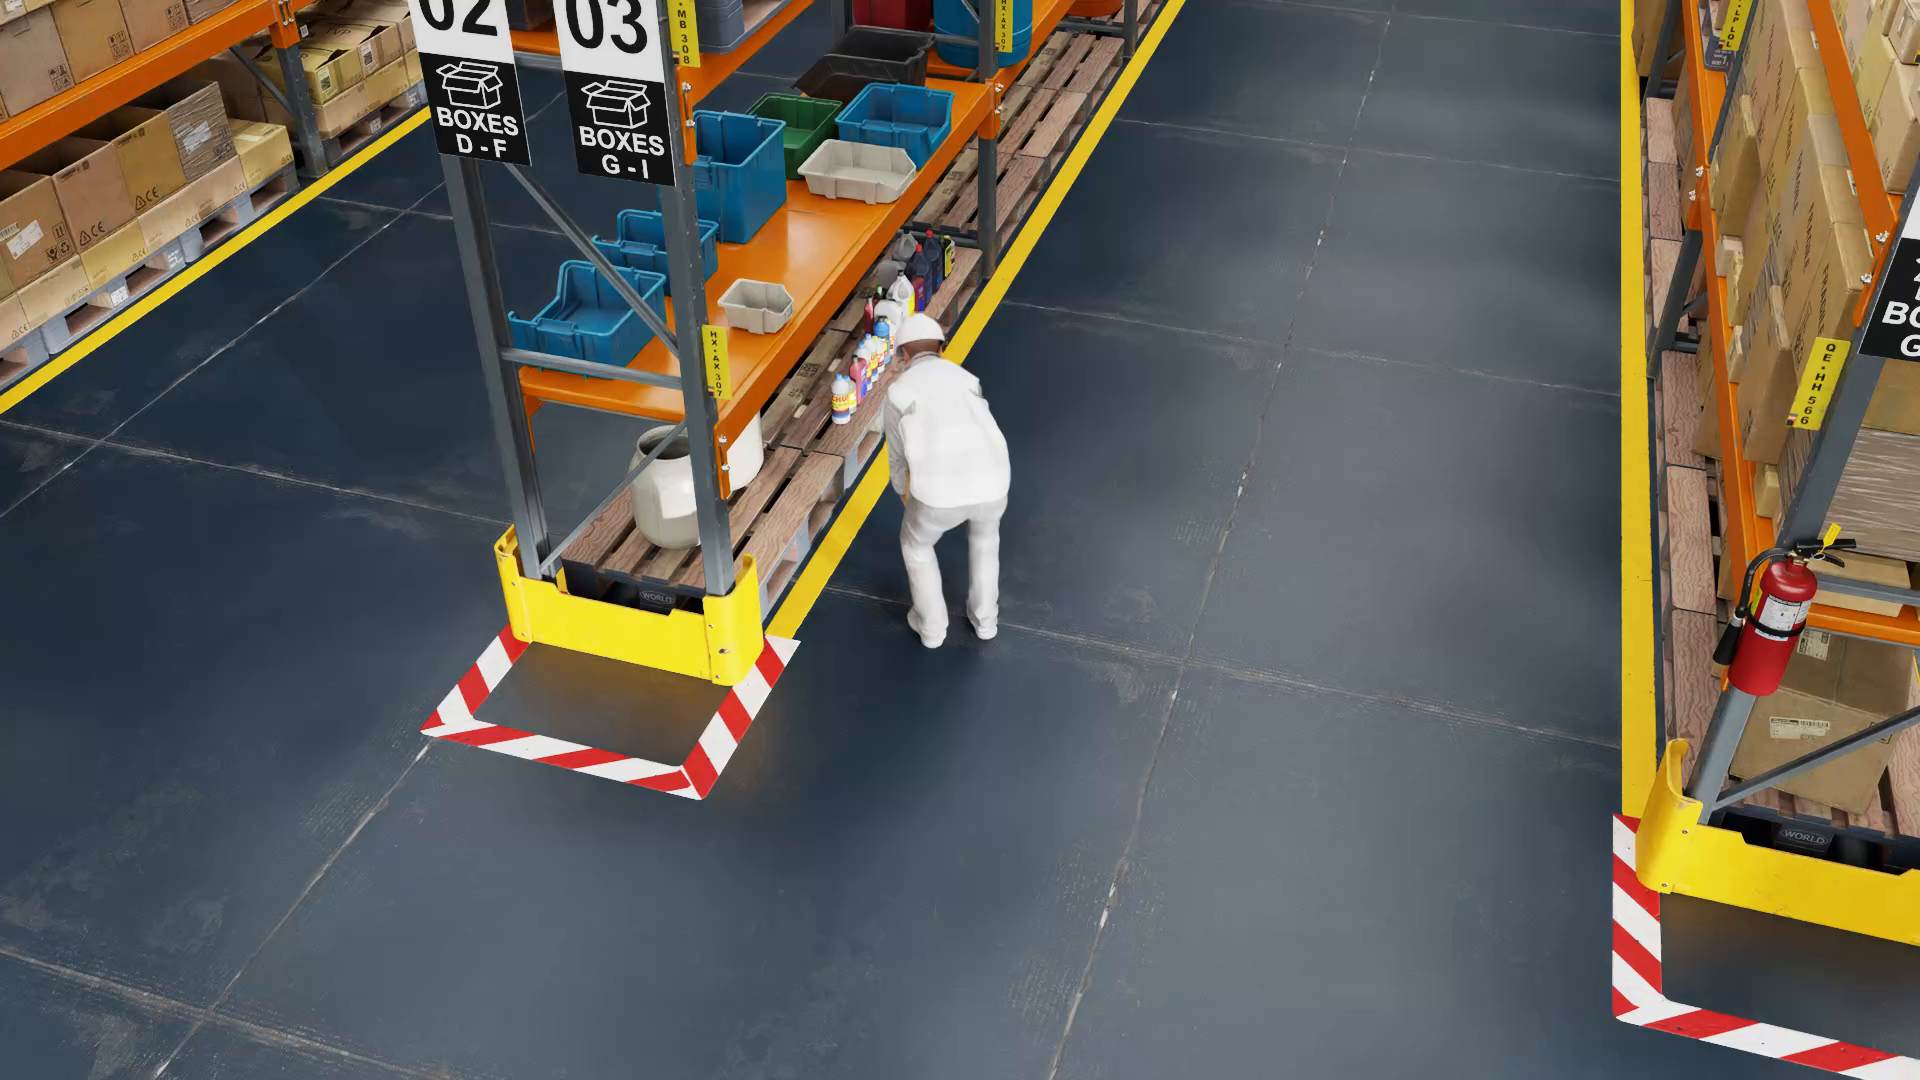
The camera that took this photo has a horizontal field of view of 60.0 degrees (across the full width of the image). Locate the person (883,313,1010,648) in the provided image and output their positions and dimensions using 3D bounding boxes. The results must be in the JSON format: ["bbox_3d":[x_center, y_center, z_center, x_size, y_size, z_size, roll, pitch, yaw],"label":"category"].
[{"bbox_3d":[-0.089,-0.256,7.568,0.462,1.349,0.937,-11,38,-14],"label":"person"}]
